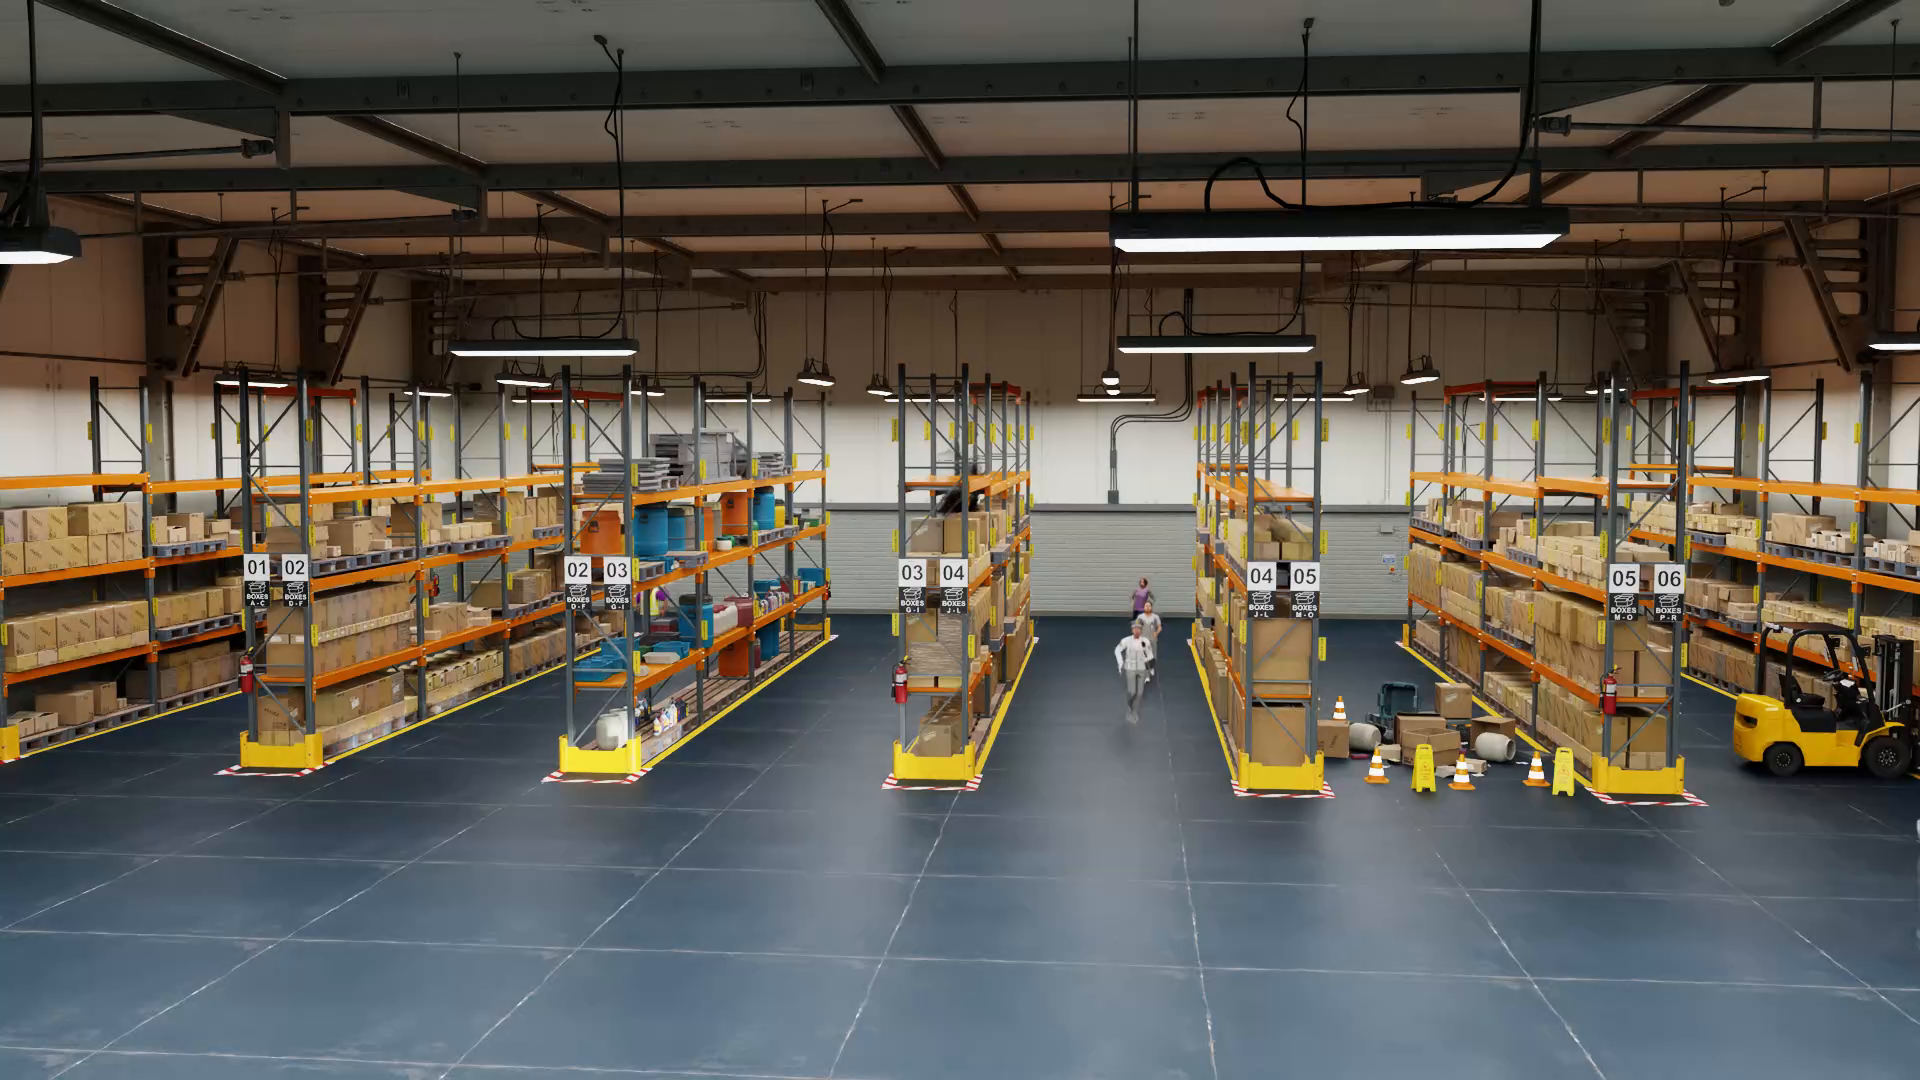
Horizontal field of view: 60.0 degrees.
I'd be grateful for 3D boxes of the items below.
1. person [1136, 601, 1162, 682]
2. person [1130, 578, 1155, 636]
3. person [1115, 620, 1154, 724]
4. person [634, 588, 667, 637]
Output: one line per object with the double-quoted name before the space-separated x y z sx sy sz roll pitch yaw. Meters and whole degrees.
"person" 3.787 2.033 33.601 0.564 1.620 0.625 0 4 7
"person" 4.279 1.676 39.417 0.605 1.568 0.874 3 4 35
"person" 2.854 2.148 27.034 0.593 1.697 0.621 0 4 -4
"person" -7.060 1.709 37.751 0.746 1.722 0.593 0 4 3
